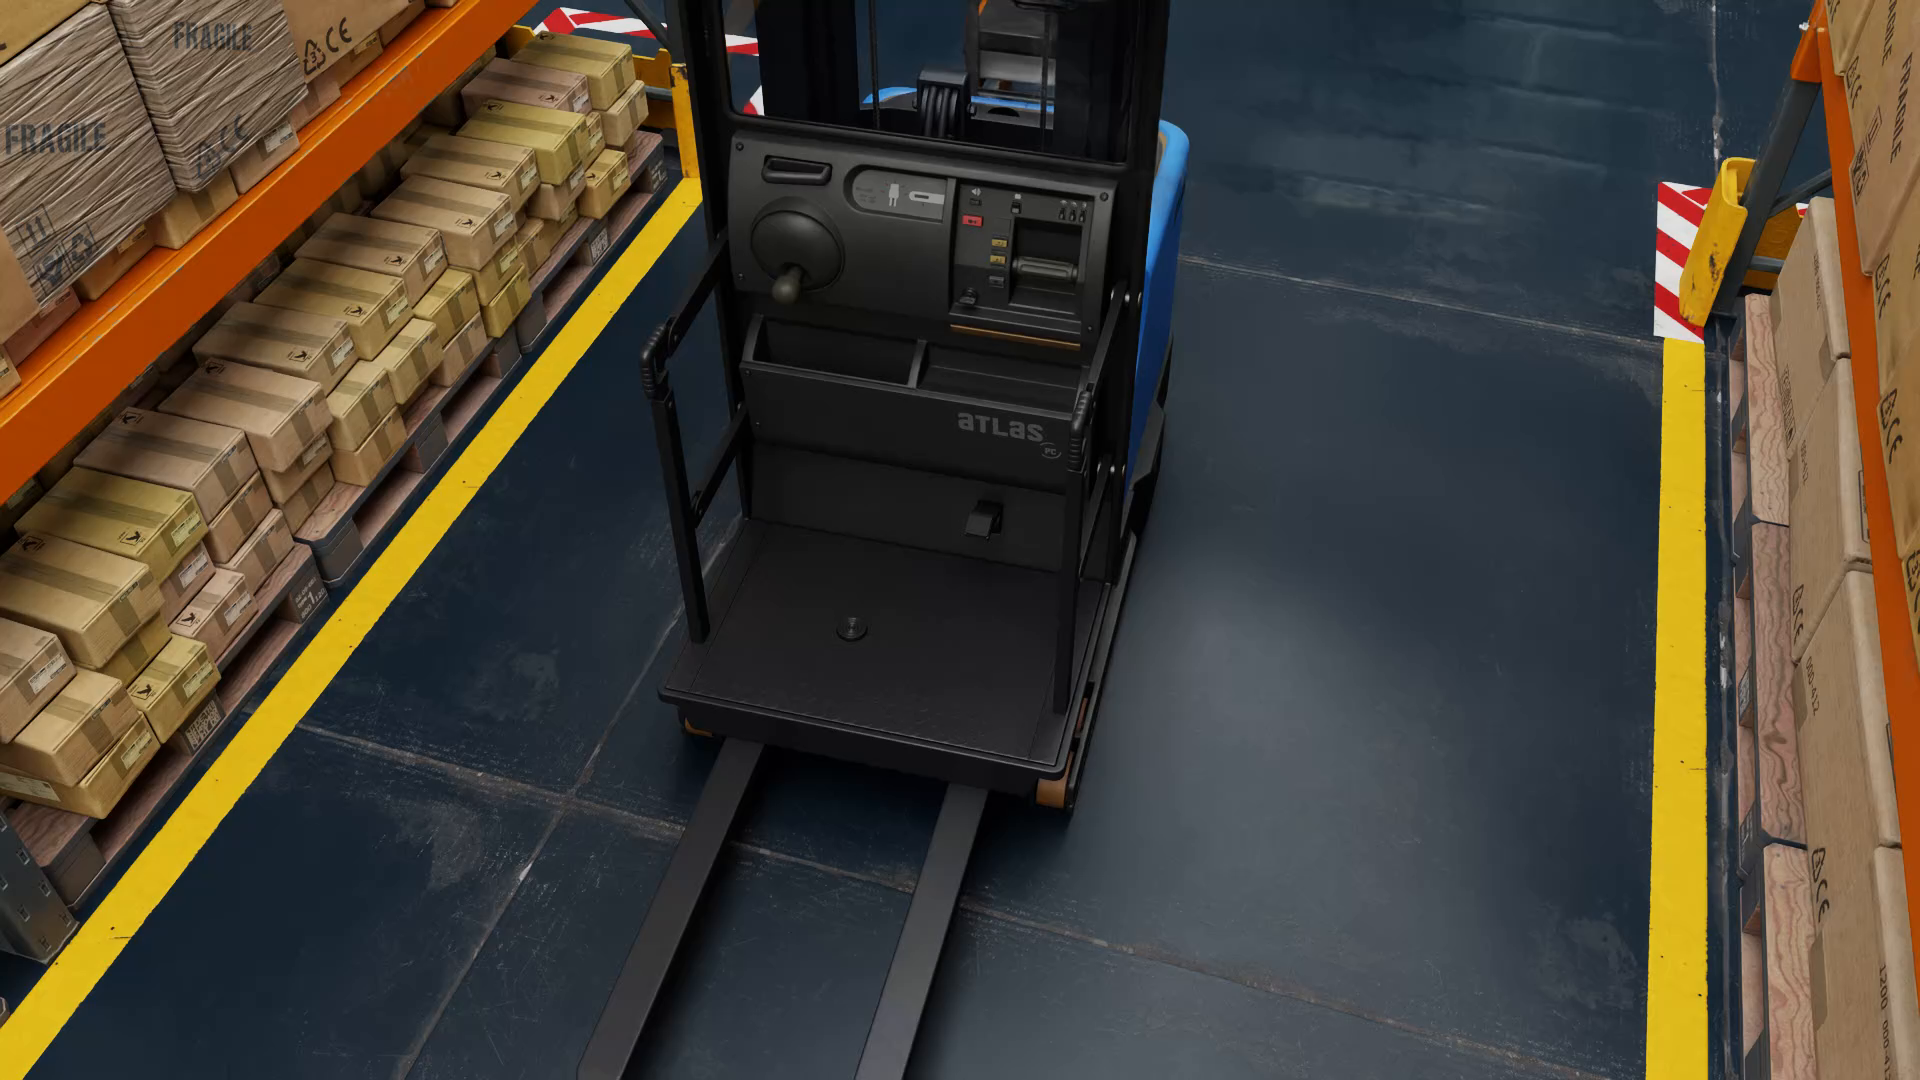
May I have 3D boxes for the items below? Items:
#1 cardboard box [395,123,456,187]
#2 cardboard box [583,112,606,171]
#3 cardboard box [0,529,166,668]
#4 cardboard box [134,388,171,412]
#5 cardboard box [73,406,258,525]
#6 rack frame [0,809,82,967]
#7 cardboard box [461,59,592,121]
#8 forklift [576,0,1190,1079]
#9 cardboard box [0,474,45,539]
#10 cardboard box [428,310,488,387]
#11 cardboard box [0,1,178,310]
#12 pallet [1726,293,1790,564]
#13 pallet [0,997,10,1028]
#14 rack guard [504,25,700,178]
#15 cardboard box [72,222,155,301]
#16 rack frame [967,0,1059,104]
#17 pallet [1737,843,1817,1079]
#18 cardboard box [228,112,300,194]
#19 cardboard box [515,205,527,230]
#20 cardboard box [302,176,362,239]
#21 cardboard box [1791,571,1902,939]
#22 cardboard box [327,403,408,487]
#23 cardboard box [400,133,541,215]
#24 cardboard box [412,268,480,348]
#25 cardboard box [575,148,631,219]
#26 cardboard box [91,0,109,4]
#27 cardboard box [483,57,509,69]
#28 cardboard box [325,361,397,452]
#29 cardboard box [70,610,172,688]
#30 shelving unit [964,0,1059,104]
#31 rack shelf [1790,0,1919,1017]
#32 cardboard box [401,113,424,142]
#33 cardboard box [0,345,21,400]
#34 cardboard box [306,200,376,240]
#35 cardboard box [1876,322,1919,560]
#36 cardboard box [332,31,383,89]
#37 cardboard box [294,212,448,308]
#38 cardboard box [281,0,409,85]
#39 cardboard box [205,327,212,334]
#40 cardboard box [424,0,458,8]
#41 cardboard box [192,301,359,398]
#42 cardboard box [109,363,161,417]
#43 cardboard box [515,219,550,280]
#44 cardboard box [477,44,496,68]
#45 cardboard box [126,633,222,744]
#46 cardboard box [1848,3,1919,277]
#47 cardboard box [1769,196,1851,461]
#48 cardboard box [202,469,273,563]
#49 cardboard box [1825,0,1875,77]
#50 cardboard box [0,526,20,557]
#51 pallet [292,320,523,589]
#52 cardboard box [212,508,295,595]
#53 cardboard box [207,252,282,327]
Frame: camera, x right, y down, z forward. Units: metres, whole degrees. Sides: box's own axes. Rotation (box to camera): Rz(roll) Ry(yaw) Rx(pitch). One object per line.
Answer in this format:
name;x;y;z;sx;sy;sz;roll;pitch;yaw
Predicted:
cardboard box;-2.056;-1.408;6.070;0.380;0.149;0.250;13;46;13
cardboard box;-1.544;-1.481;6.144;0.380;0.149;0.250;12;46;12
cardboard box;-2.295;0.148;4.267;0.380;0.149;0.250;15;46;14
cardboard box;-2.582;-0.352;4.991;0.380;0.149;0.250;14;46;13
cardboard box;-2.209;-0.210;4.633;0.380;0.149;0.250;11;46;11
rack frame;-2.737;-0.152;3.261;1.000;3.000;0.127;13;46;13
cardboard box;-1.575;-1.600;6.053;0.380;0.149;0.250;13;46;13
forklift;-0.153;-0.625;3.793;1.130;2.935;3.031;10;45;10
cardboard box;-2.769;-0.134;4.555;0.380;0.149;0.250;12;46;12
cardboard box;-1.812;-0.675;5.533;0.380;0.149;0.250;13;46;13
cardboard box;-2.204;-0.902;3.743;0.500;0.500;0.500;13;46;12
pallet;3.055;-0.291;5.396;1.003;0.211;1.213;13;46;13
pallet;-2.971;1.364;3.705;1.003;0.211;1.213;13;46;13
rack guard;-1.549;-1.874;6.808;1.175;0.500;0.348;13;46;13
cardboard box;-2.213;-0.738;4.039;0.380;0.149;0.250;11;45;11
rack frame;0.218;-1.367;5.145;0.400;2.100;0.015;10;45;10
pallet;2.316;1.336;3.734;1.003;0.211;1.213;13;46;13
cardboard box;-1.987;-1.070;4.378;0.380;0.149;0.250;14;46;14
cardboard box;-1.749;-1.139;5.795;0.380;0.149;0.250;12;46;12
cardboard box;-2.265;-1.169;5.613;0.380;0.149;0.250;14;46;14
cardboard box;2.574;0.602;4.022;0.875;0.438;0.875;11;45;11
cardboard box;-1.966;-0.331;5.182;0.380;0.149;0.250;11;46;11
cardboard box;-1.672;-1.241;5.687;0.380;0.149;0.250;11;45;11
cardboard box;-1.809;-0.782;5.430;0.380;0.149;0.250;15;46;15
cardboard box;-1.468;-1.361;6.235;0.380;0.149;0.250;14;46;14
cardboard box;-2.044;-1.579;3.719;0.500;0.500;0.500;13;46;13
cardboard box;-1.929;-1.761;6.430;0.380;0.149;0.250;14;46;14
cardboard box;-1.965;-0.433;5.074;0.380;0.149;0.250;12;46;12
cardboard box;-2.331;0.249;4.376;0.380;0.149;0.250;13;46;13
shelving unit;0.278;-1.532;5.314;0.431;2.100;0.503;10;45;10
rack shelf;2.617;-0.247;3.872;1.077;0.370;4.000;13;46;13
cardboard box;-2.175;-1.535;5.986;0.380;0.149;0.250;12;46;12
cardboard box;-2.332;-0.370;3.663;0.380;0.149;0.250;14;46;14
cardboard box;-2.227;-1.063;5.717;0.380;0.149;0.250;11;45;11
cardboard box;2.197;-0.252;3.292;0.500;0.500;0.500;12;46;12
cardboard box;-1.894;-1.431;4.747;0.380;0.149;0.250;13;46;13
cardboard box;-1.885;-0.898;5.336;0.380;0.149;0.250;11;45;11
cardboard box;-1.883;-1.594;4.450;0.500;0.500;0.500;15;46;15
cardboard box;-2.360;-0.696;5.342;0.380;0.149;0.250;15;46;14
cardboard box;-1.691;-1.779;5.102;0.380;0.149;0.250;11;45;11
cardboard box;-2.050;-0.562;4.992;0.380;0.149;0.250;11;45;11
cardboard box;-2.622;-0.491;4.919;0.380;0.149;0.250;10;45;11
cardboard box;-1.692;-1.036;5.902;0.380;0.149;0.250;13;46;13
cardboard box;-2.008;-1.885;6.344;0.380;0.149;0.250;11;45;11
cardboard box;-2.240;0.365;4.470;0.380;0.149;0.250;14;46;14
cardboard box;2.506;-0.935;3.990;0.500;0.500;0.500;12;46;12
cardboard box;3.118;-0.610;5.261;0.875;0.438;0.875;11;45;11
cardboard box;-2.207;-0.100;4.733;0.380;0.149;0.250;10;45;10
cardboard box;2.803;-1.614;4.683;0.500;0.500;0.500;12;46;12
cardboard box;-2.810;-0.032;4.663;0.380;0.149;0.250;11;45;11
pallet;-2.200;-0.426;5.535;1.003;0.211;1.213;13;46;13
cardboard box;-2.185;0.008;4.835;0.380;0.149;0.250;12;46;12
cardboard box;-2.373;-0.815;5.251;0.380;0.149;0.250;13;46;13
